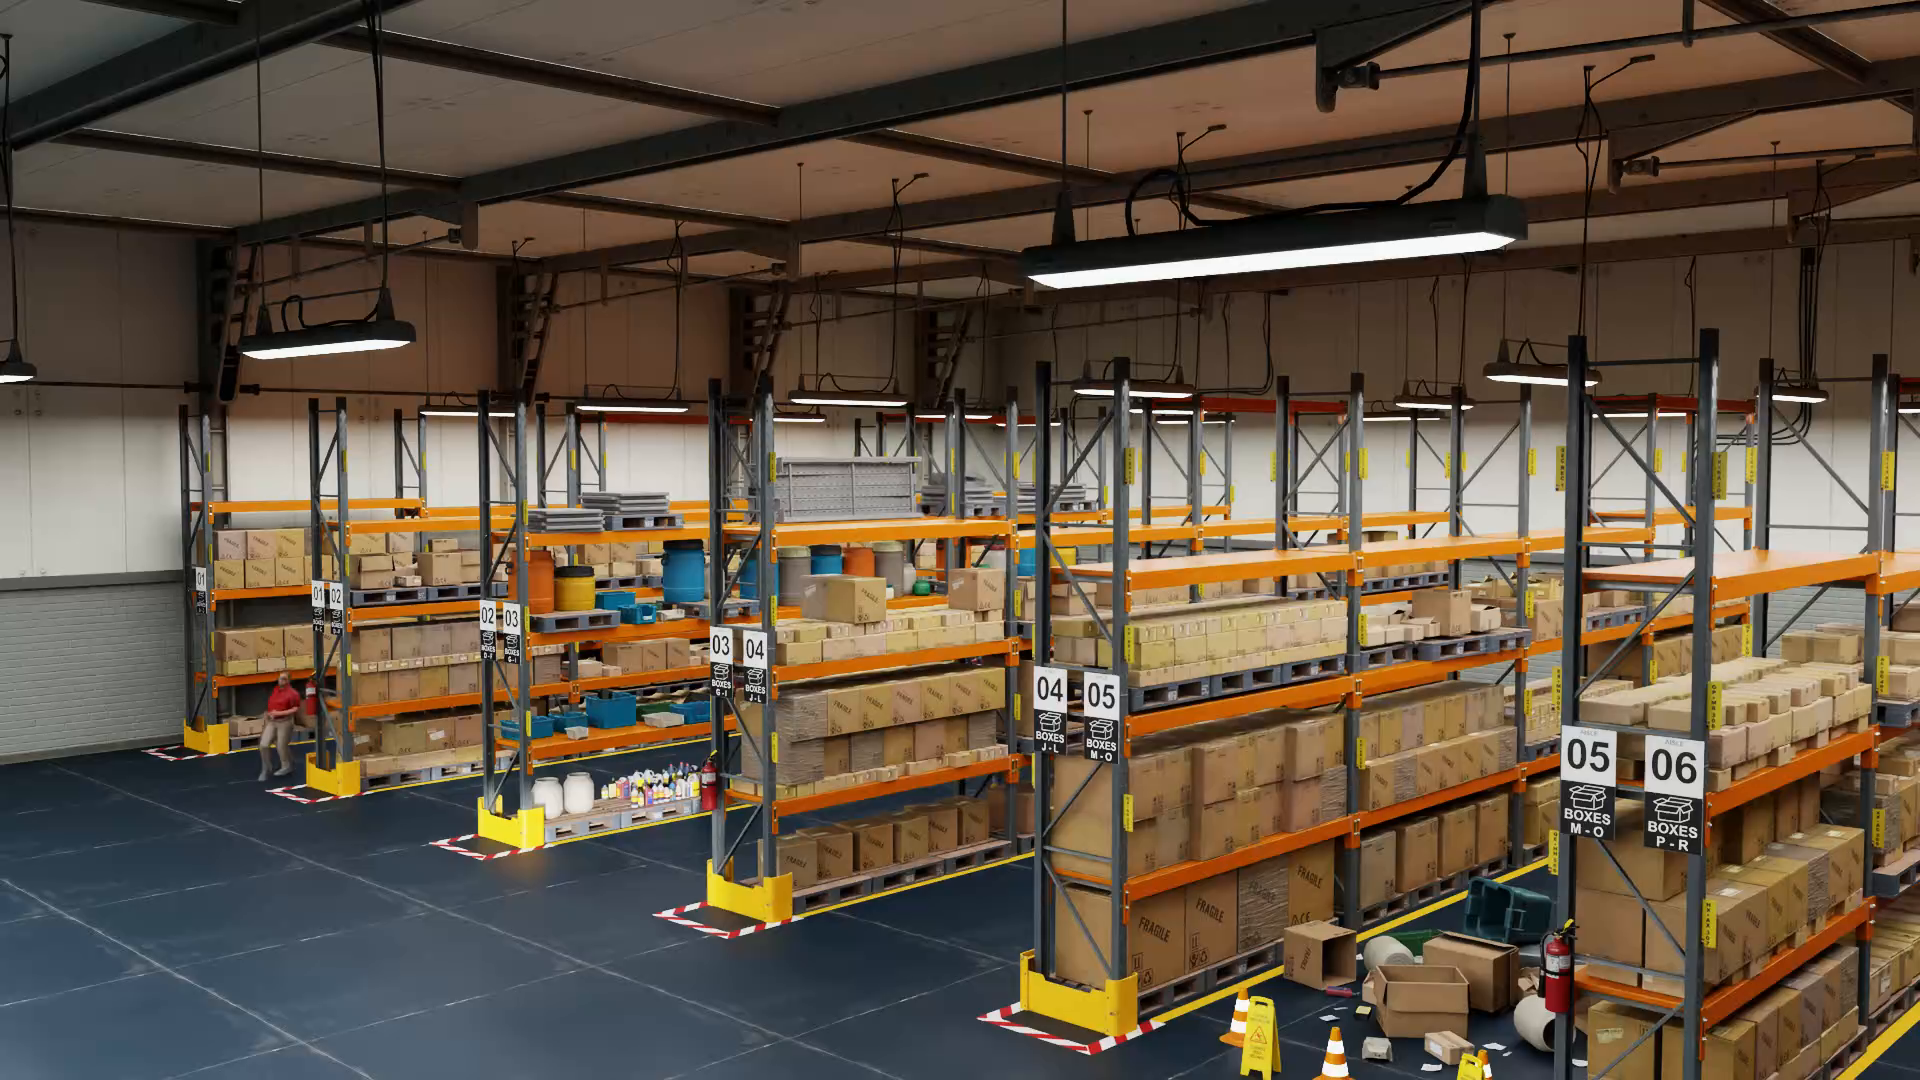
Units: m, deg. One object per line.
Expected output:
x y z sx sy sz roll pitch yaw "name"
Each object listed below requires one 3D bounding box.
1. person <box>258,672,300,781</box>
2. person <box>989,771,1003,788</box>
-10.710 2.954 26.266 0.668 1.767 0.688 1 3 13 "person"
0.575 2.966 25.581 0.686 1.711 0.624 2 4 33 "person"
